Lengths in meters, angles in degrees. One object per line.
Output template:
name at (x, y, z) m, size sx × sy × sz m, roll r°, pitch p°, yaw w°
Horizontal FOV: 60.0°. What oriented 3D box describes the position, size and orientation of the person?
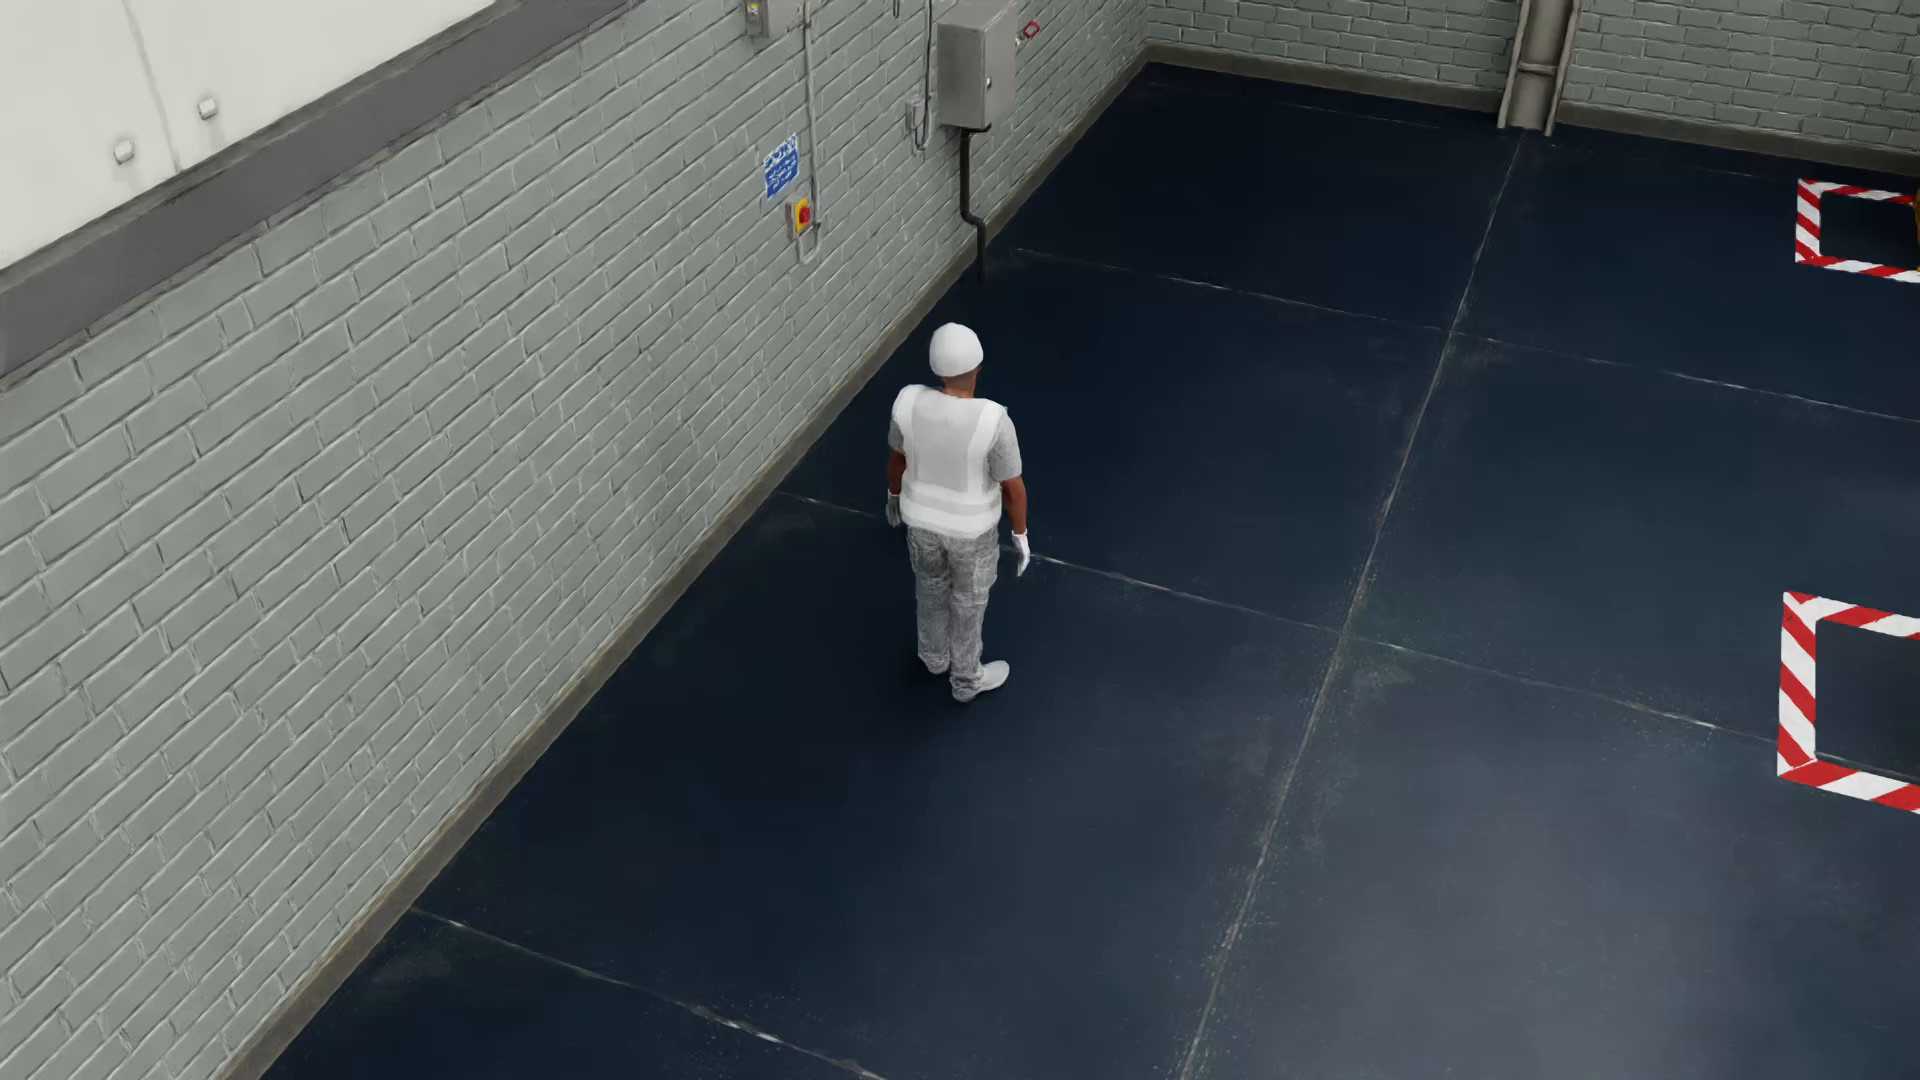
person at (0.010, -0.123, 6.929) m, size 0.671 × 1.790 × 0.453 m, roll 14°, pitch 39°, yaw 18°
